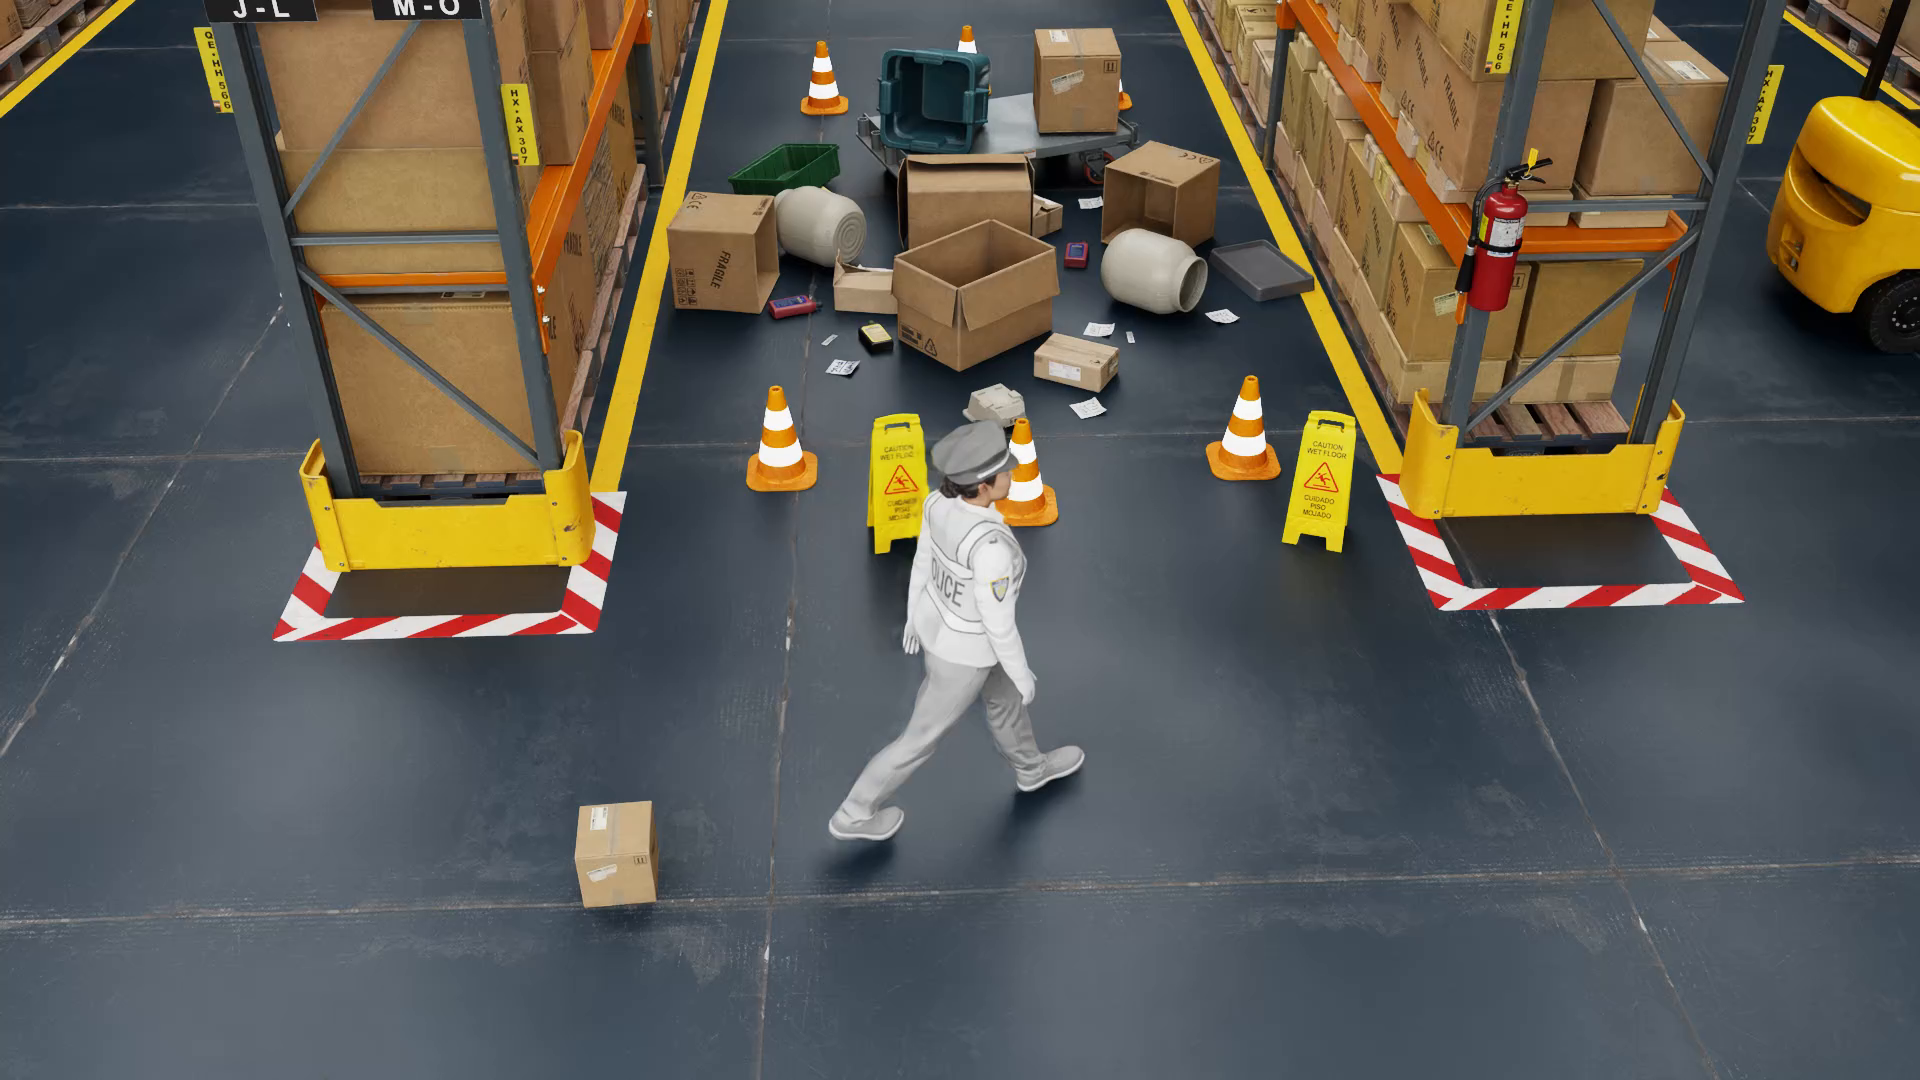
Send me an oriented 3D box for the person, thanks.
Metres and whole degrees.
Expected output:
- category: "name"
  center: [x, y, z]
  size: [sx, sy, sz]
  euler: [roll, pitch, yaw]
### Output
- category: "person"
  center: [0.014, 0.343, 5.655]
  size: [1.030, 1.626, 0.511]
  euler: [-11, 37, -15]
